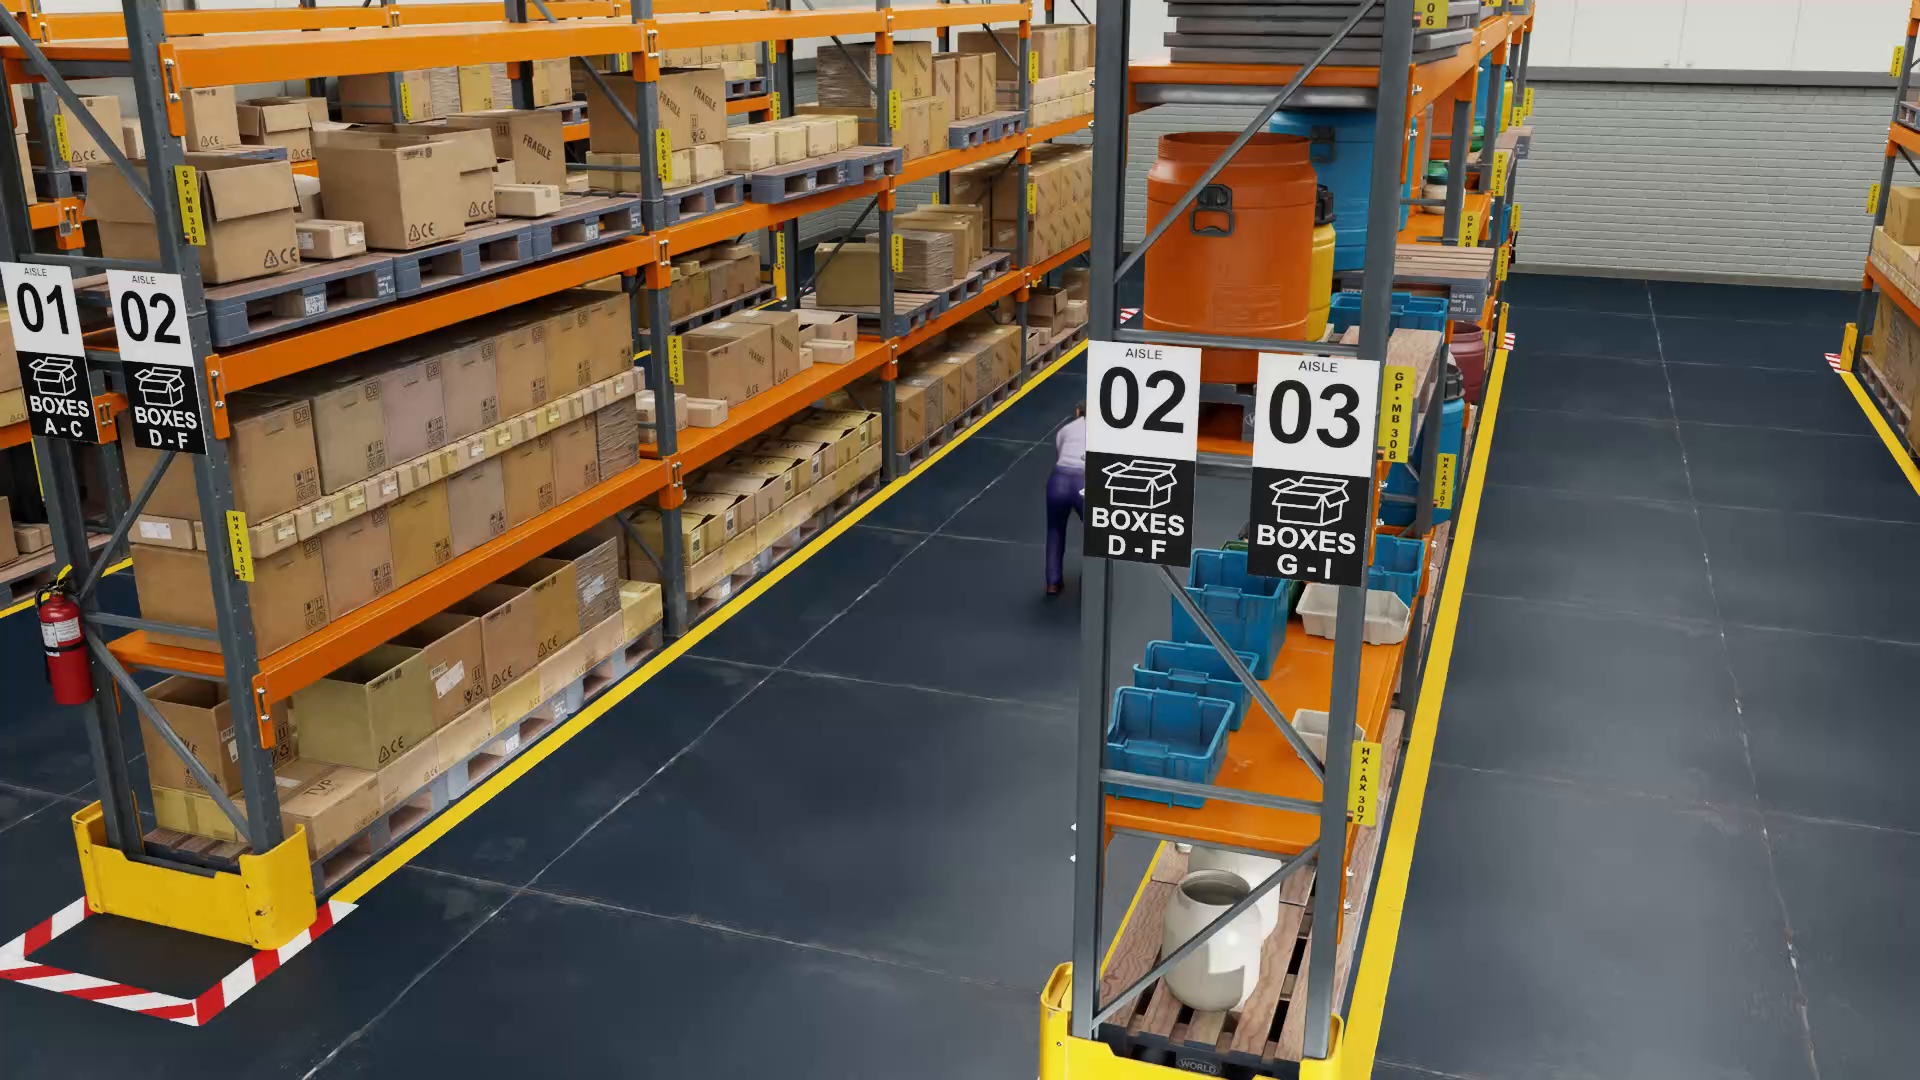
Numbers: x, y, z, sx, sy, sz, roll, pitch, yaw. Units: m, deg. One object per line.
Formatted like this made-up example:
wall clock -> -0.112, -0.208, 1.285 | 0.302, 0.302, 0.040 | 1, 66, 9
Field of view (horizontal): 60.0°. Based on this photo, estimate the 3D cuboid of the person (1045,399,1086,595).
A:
person -> 0.900, -0.315, 12.421 | 0.459, 1.393, 0.766 | 6, 20, 17
